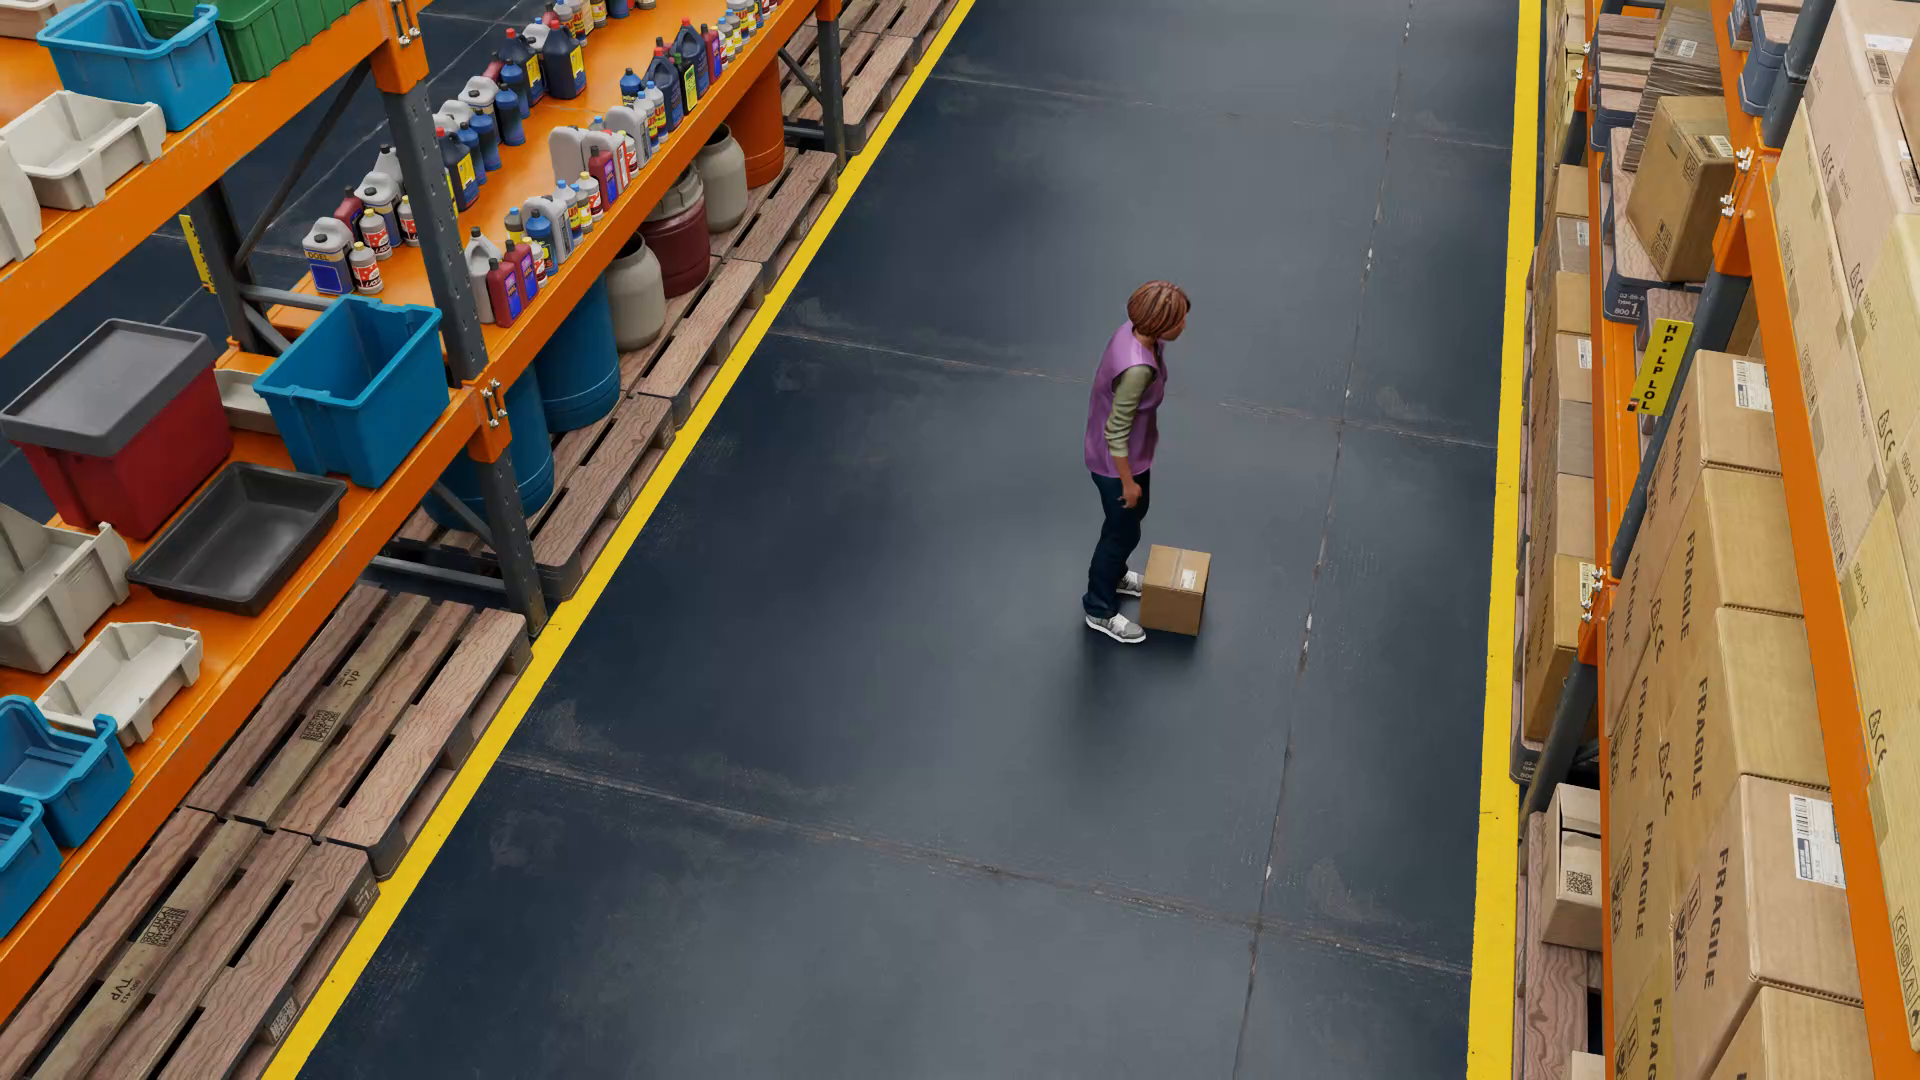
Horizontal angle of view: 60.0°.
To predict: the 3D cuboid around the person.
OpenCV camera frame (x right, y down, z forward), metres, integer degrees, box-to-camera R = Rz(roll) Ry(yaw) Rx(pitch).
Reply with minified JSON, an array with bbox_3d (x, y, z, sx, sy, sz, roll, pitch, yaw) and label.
[{"bbox_3d":[0.664,-0.328,6.537,0.348,1.592,0.476,9,42,10],"label":"person"}]
